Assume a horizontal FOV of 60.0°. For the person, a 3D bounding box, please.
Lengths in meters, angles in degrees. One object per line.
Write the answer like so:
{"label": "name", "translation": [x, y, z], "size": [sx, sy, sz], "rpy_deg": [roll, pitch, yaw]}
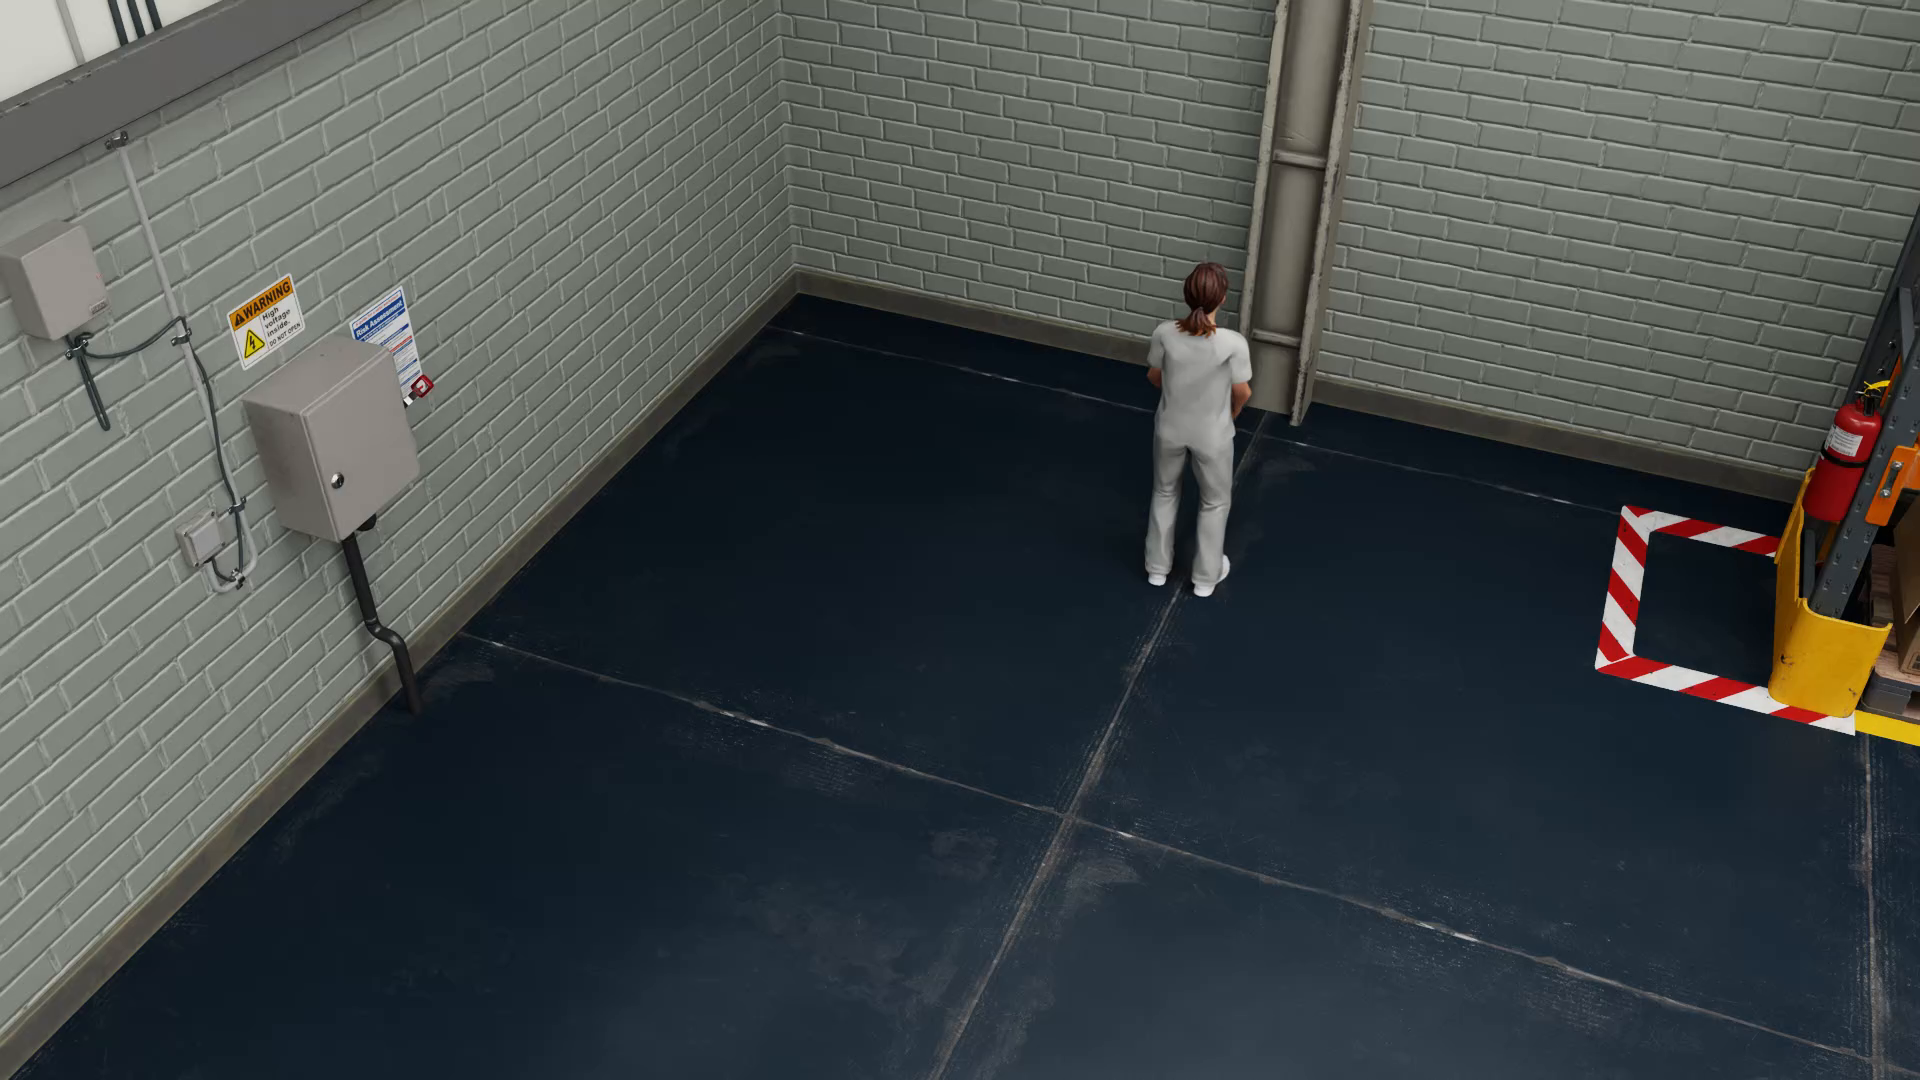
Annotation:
{"label": "person", "translation": [1.060, -0.508, 7.476], "size": [0.465, 1.675, 0.461], "rpy_deg": [14, 40, 17]}
